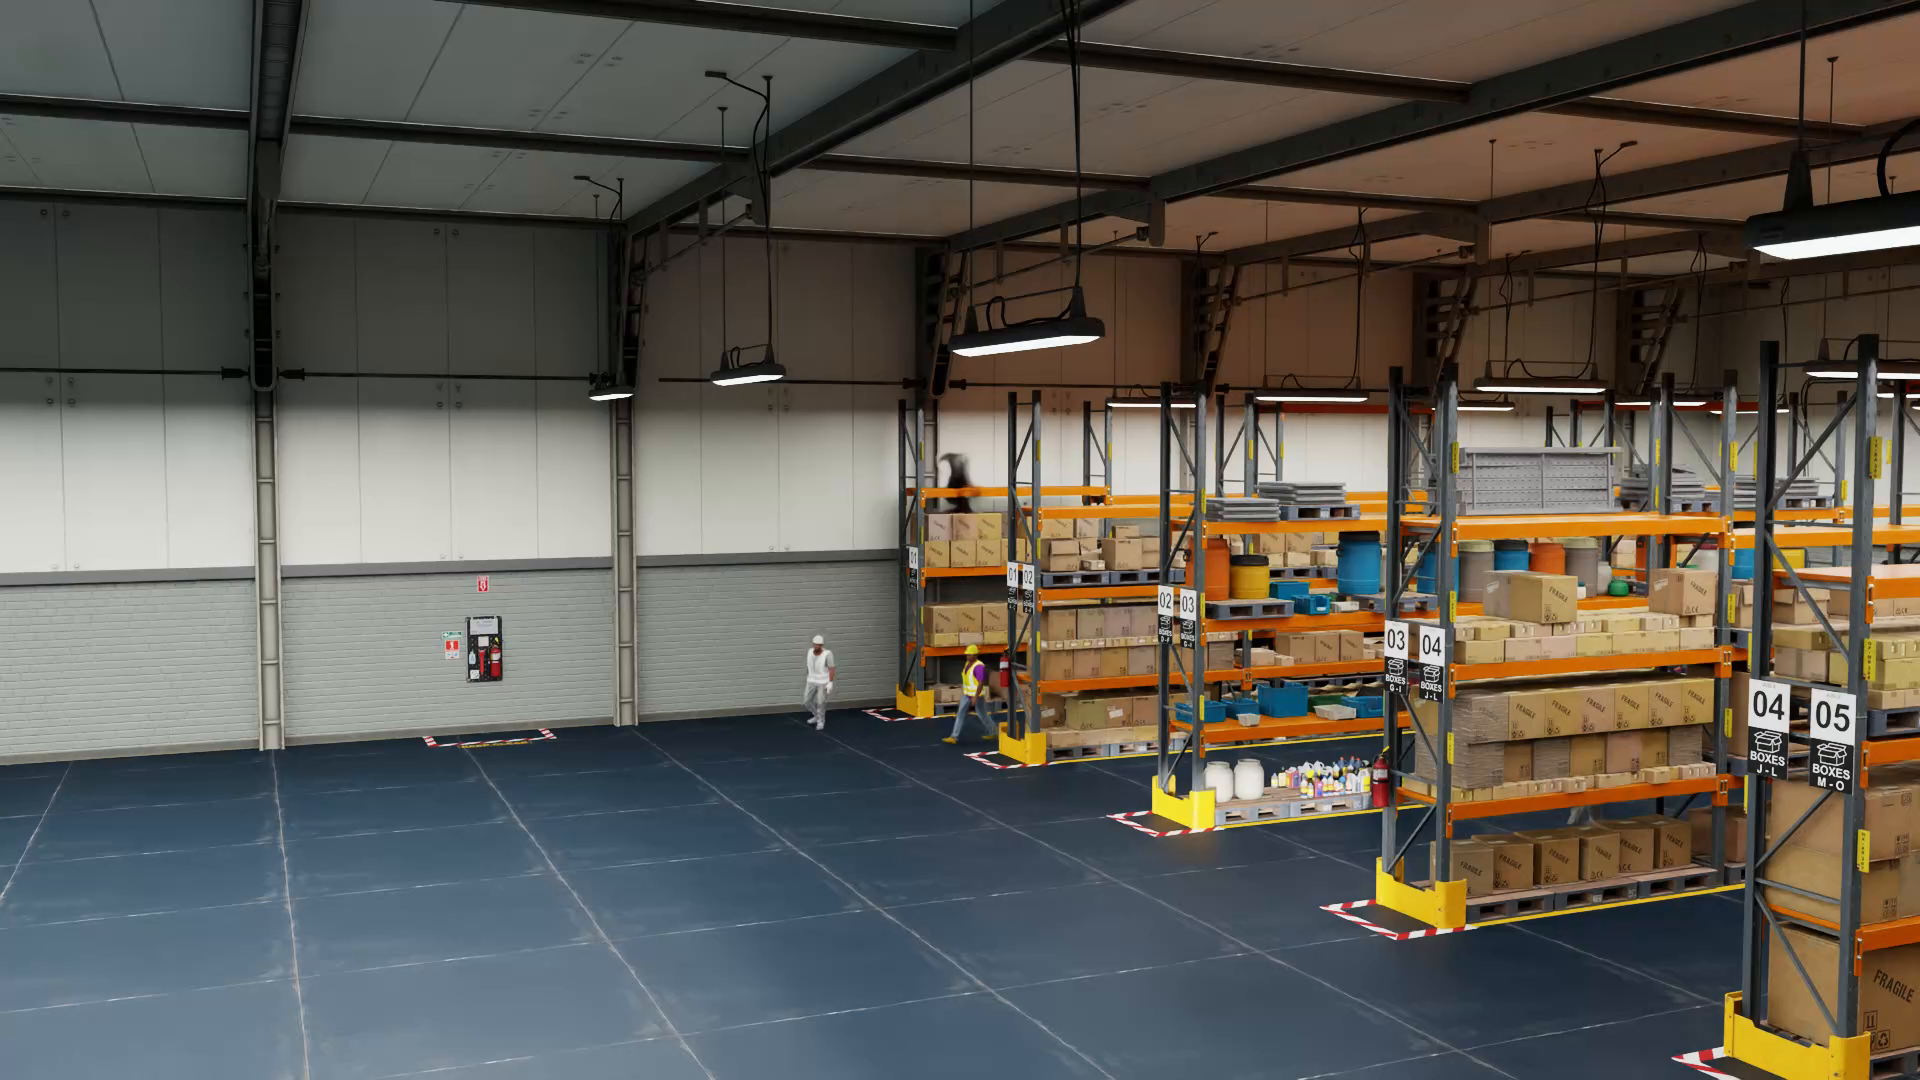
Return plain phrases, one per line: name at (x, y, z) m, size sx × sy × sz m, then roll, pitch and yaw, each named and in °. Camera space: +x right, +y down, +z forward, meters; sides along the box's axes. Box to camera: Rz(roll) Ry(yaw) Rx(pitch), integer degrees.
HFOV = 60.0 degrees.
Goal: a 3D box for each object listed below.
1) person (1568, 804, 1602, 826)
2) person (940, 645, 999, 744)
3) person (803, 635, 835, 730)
person at (8.273, 2.986, 22.156) m, size 0.740 × 1.732 × 0.627 m, roll -2°, pitch 4°, yaw -26°
person at (0.210, 2.640, 28.456) m, size 1.102 × 1.705 × 0.617 m, roll -3°, pitch 4°, yaw -38°
person at (-2.532, 2.550, 29.838) m, size 0.697 × 1.739 × 0.603 m, roll 2°, pitch 4°, yaw 25°
